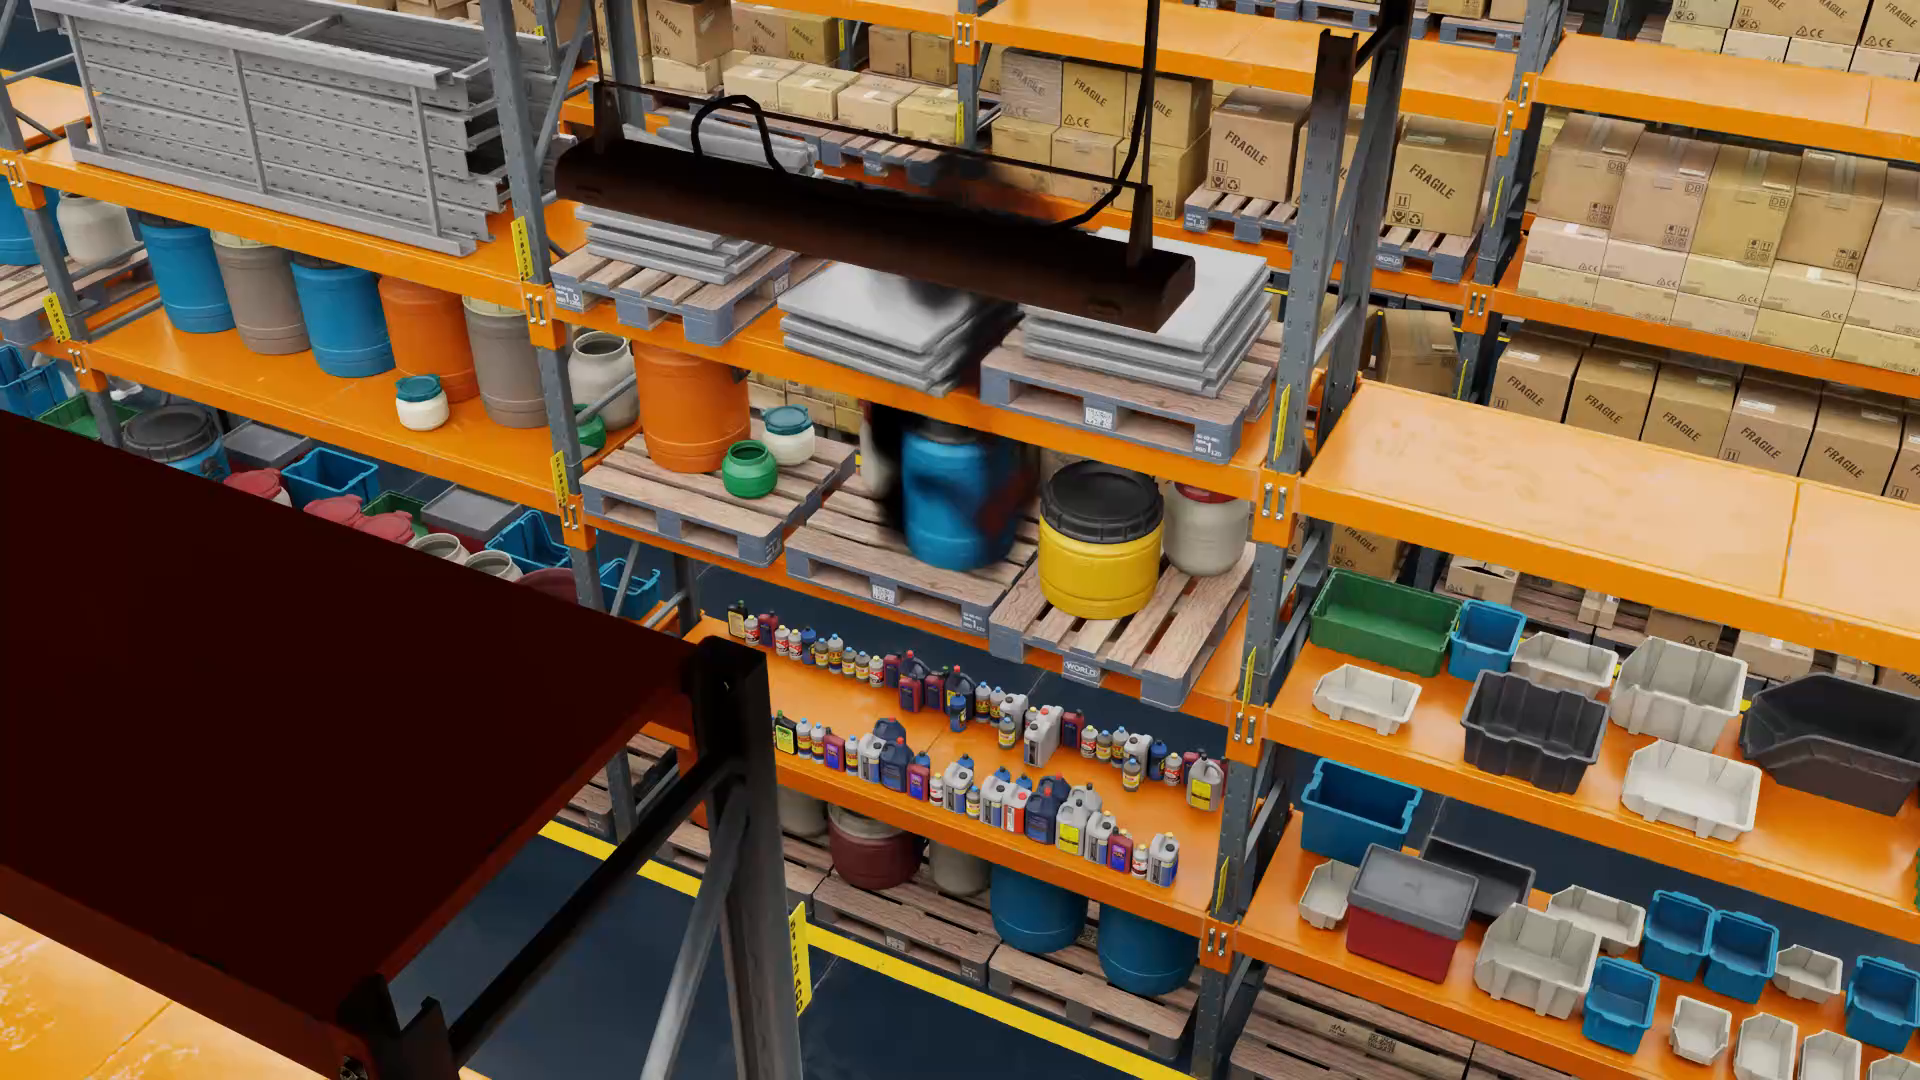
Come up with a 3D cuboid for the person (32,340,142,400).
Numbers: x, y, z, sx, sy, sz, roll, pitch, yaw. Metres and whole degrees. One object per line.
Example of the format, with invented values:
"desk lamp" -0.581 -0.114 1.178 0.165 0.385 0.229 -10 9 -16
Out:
"person" -8.167 -1.912 15.174 0.929 1.615 0.496 -12 37 -17
